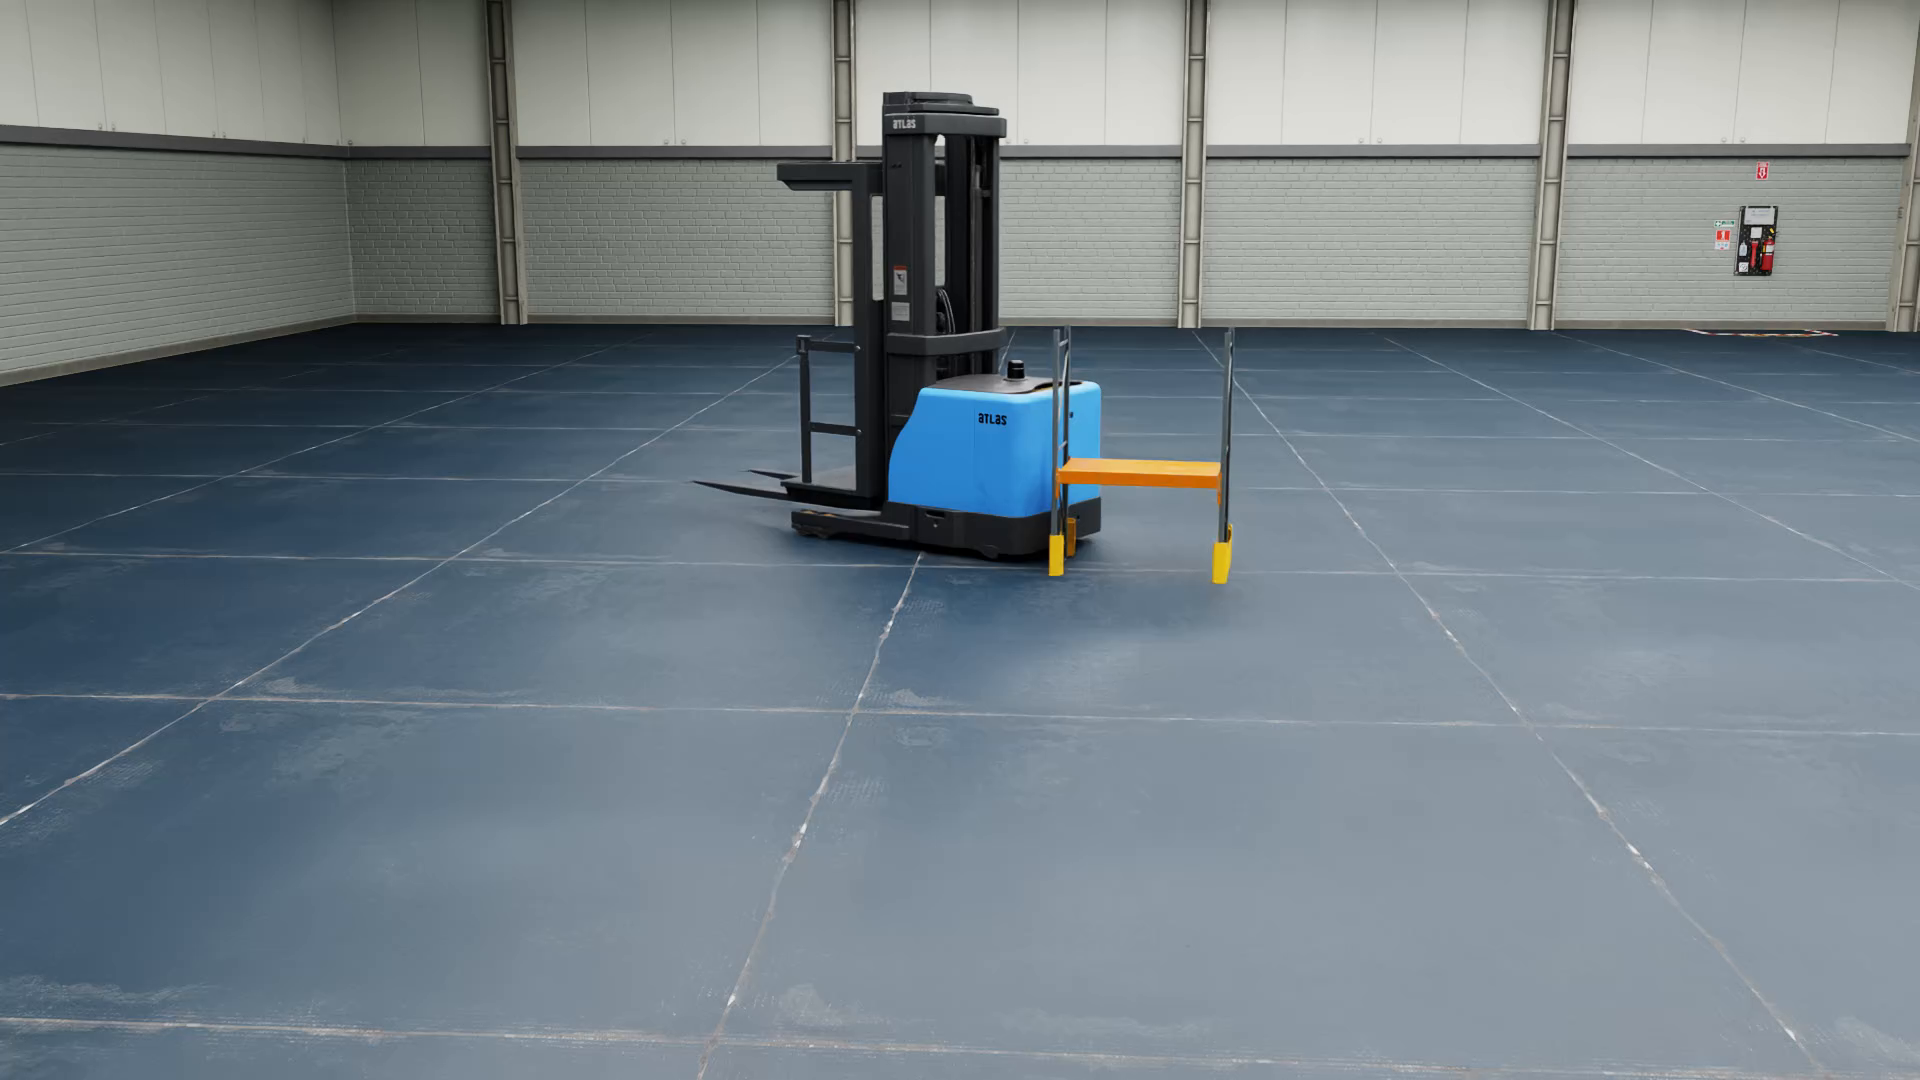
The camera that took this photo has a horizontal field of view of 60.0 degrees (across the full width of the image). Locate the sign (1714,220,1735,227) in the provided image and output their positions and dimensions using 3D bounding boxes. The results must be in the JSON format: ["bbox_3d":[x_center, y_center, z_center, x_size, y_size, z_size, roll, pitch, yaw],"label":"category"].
[{"bbox_3d":[12.962,-5.360,28.185,0.331,0.109,0.001,1,12,4],"label":"sign"}]

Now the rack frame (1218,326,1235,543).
[{"bbox_3d":[1.621,-0.530,10.137,0.032,1.500,0.500,2,12,12],"label":"rack frame"}]

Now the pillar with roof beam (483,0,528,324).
[{"bbox_3d":[-8.268,-7.400,24.667,0.400,9.000,9.100,1,12,4],"label":"pillar with roof beam"}]

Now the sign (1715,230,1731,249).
[{"bbox_3d":[12.958,-5.103,28.248,0.234,0.329,0.001,1,12,4],"label":"sign"}]

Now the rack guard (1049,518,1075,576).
[{"bbox_3d":[0.646,0.040,10.467,0.087,0.250,0.587,2,12,12],"label":"rack guard"}]

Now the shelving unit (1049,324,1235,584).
[{"bbox_3d":[1.133,-0.551,10.238,1.083,1.500,0.587,2,12,12],"label":"shelving unit"}]

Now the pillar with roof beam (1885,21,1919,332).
[{"bbox_3d":[15.679,-7.072,23.097,0.400,9.000,9.100,1,12,4],"label":"pillar with roof beam"}]

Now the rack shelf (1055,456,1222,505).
[{"bbox_3d":[1.124,-0.375,10.277,1.000,0.185,0.538,2,12,12],"label":"rack shelf"}]

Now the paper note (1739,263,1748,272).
[{"bbox_3d":[13.331,-4.642,28.284,0.142,0.148,0.016,1,12,4],"label":"paper note"}]

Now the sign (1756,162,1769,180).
[{"bbox_3d":[13.502,-6.212,27.975,0.199,0.298,0.001,1,12,4],"label":"sign"}]

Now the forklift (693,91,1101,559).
[{"bbox_3d":[-0.546,-1.527,11.411,3.031,2.935,1.130,8,14,35],"label":"forklift"}]

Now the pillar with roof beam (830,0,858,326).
[{"bbox_3d":[-2.281,-7.318,24.274,0.400,9.000,9.100,1,12,4],"label":"pillar with roof beam"}]

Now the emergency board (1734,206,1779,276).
[{"bbox_3d":[13.503,-5.056,28.115,0.643,1.169,0.194,1,12,4],"label":"emergency board"}]

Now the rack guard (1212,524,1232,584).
[{"bbox_3d":[1.620,0.082,10.265,0.087,0.250,0.587,2,12,12],"label":"rack guard"}]

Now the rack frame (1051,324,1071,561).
[{"bbox_3d":[0.627,-0.573,10.343,0.032,1.500,0.500,2,12,12],"label":"rack frame"}]

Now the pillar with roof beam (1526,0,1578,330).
[{"bbox_3d":[9.692,-7.154,23.490,0.400,9.000,9.100,1,12,4],"label":"pillar with roof beam"}]

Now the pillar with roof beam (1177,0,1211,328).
[{"bbox_3d":[3.705,-7.236,23.882,0.400,9.000,9.100,1,12,4],"label":"pillar with roof beam"}]
